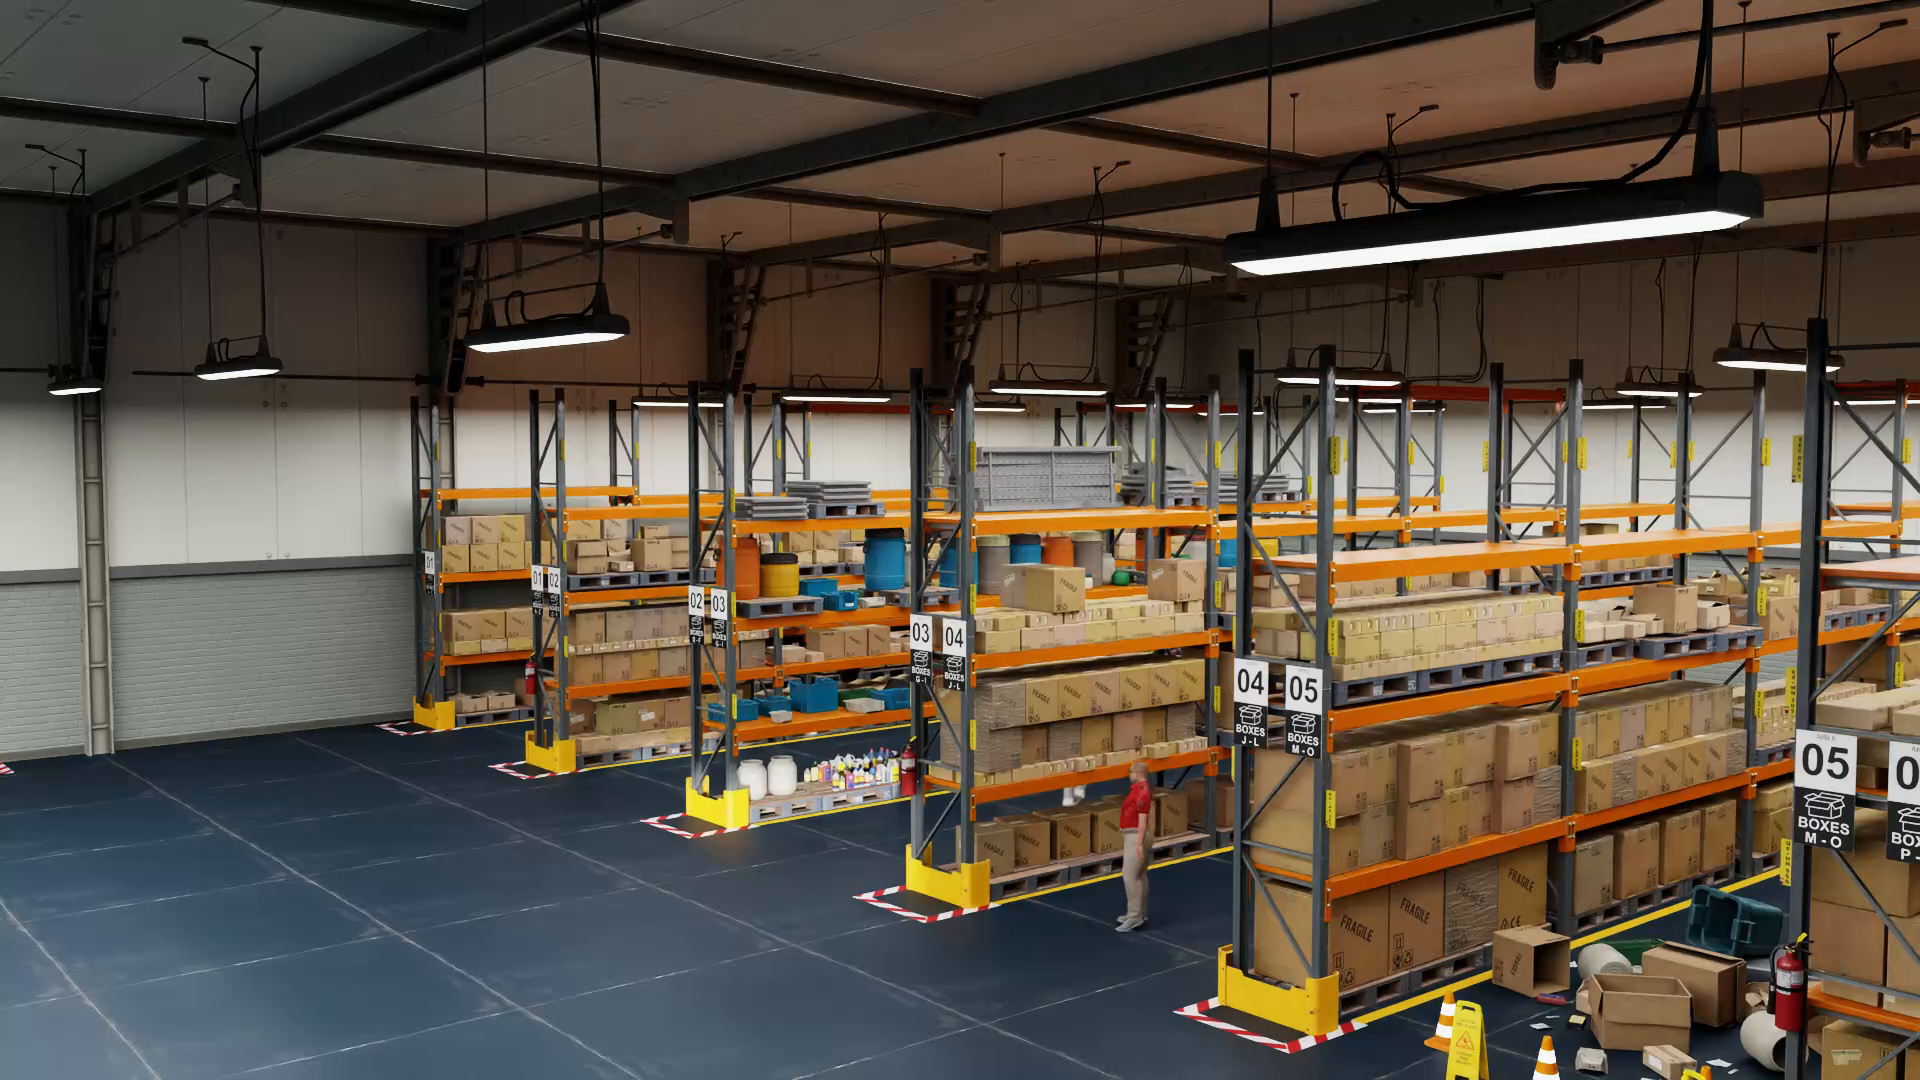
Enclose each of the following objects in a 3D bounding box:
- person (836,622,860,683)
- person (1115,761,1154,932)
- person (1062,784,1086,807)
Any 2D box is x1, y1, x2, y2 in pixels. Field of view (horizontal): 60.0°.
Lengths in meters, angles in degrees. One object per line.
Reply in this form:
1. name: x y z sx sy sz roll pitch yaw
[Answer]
1. person: -2.181 2.372 32.214 0.601 1.791 0.395 -2 4 -29
2. person: 1.877 3.266 17.807 0.380 1.771 0.655 1 3 11
3. person: 1.540 2.967 22.461 0.640 1.792 0.452 1 3 11
